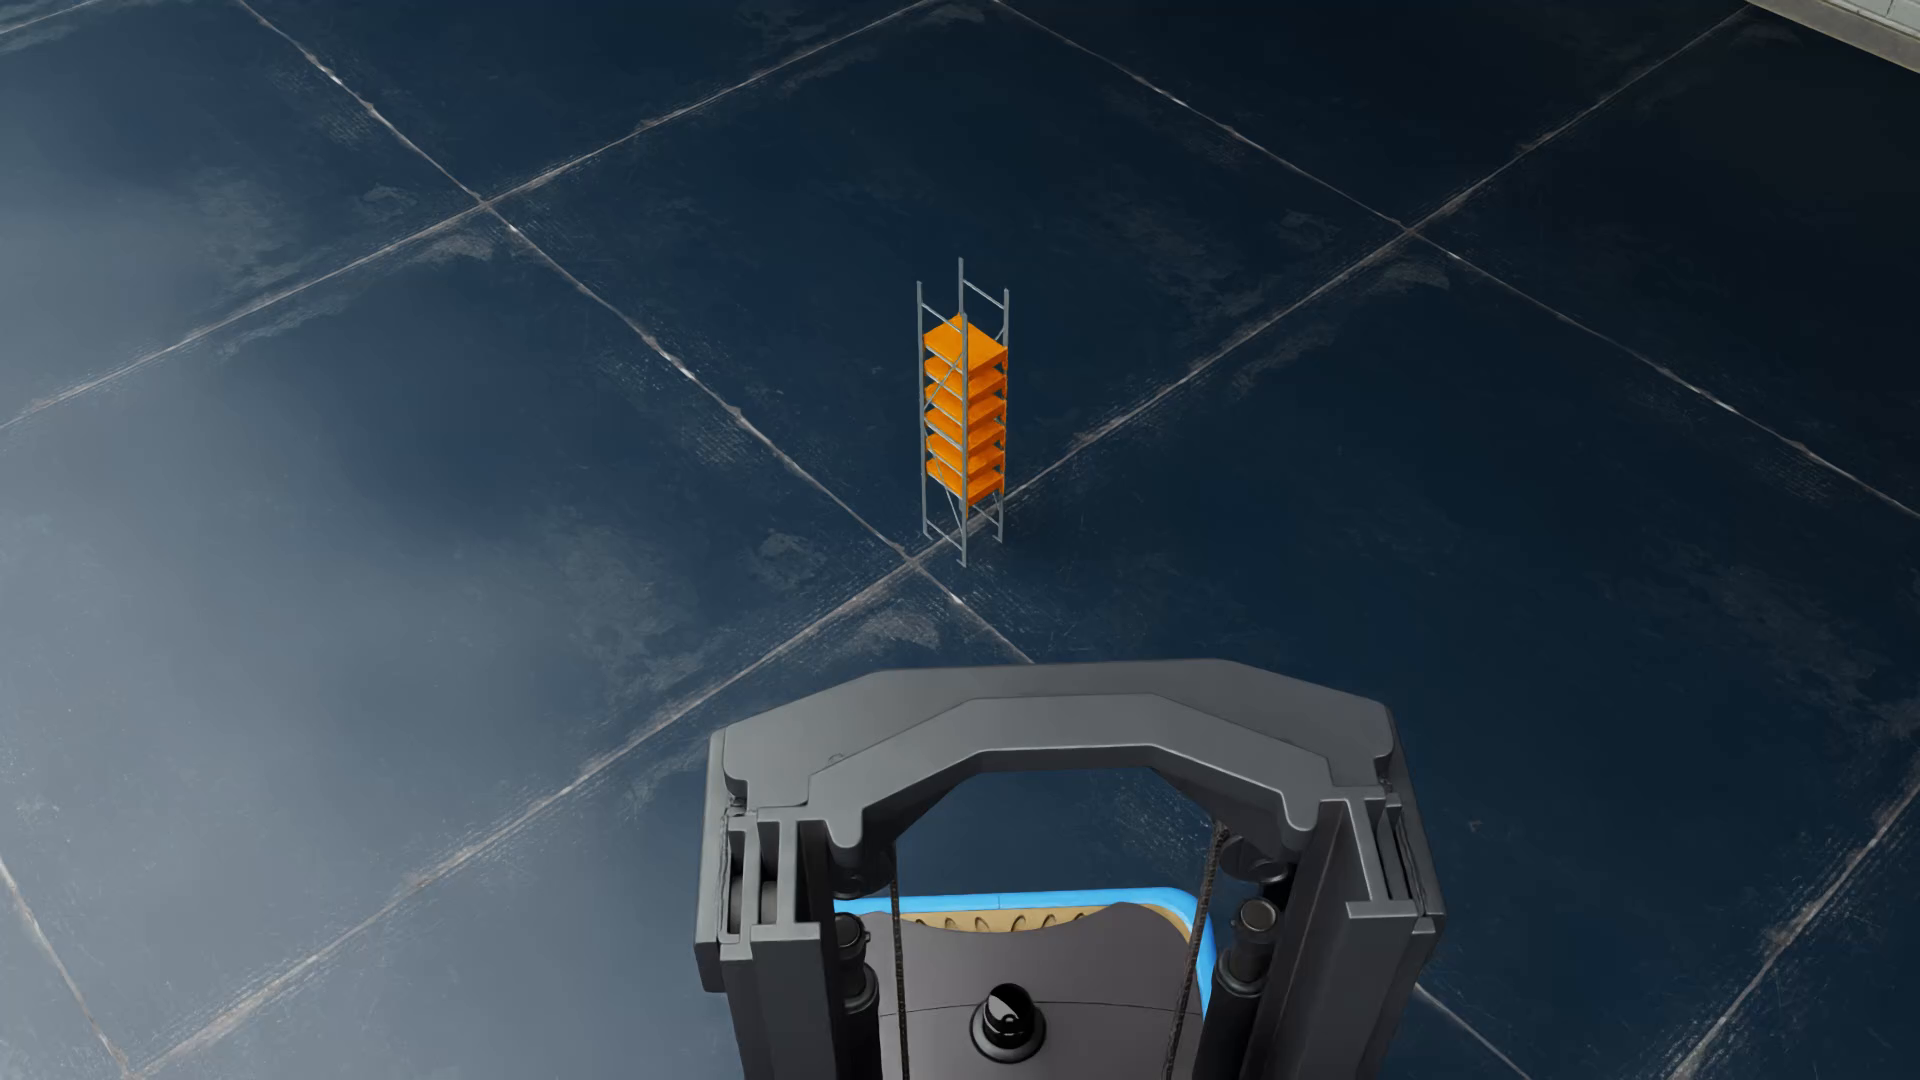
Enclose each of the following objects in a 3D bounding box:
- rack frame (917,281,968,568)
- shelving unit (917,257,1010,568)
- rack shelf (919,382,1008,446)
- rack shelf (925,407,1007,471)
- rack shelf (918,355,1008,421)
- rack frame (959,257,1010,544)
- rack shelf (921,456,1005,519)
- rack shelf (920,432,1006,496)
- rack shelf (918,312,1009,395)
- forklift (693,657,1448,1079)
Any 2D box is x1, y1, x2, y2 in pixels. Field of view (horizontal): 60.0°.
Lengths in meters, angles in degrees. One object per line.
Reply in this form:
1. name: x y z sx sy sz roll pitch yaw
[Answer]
1. rack frame: -0.057 -0.369 5.774 0.006 1.200 0.240 -34 56 -27
2. shelving unit: 0.011 -0.414 5.816 0.189 1.200 0.258 -34 56 -27
3. rack shelf: 0.011 -0.465 5.760 0.180 0.103 0.258 -34 56 -27
4. rack shelf: 0.011 -0.384 5.848 0.180 0.103 0.258 -34 56 -27
5. rack shelf: 0.011 -0.547 5.672 0.180 0.103 0.258 -34 56 -27
6. rack frame: 0.078 -0.459 5.857 0.006 1.200 0.240 -34 56 -27
7. rack shelf: 0.011 -0.221 6.025 0.180 0.103 0.258 -34 56 -27
8. rack shelf: 0.011 -0.303 5.936 0.180 0.103 0.258 -34 56 -27
9. rack shelf: 0.011 -0.628 5.584 0.180 0.103 0.258 -34 56 -27
10. forklift: 0.156 1.672 2.713 1.130 2.935 3.031 -2 47 -2
